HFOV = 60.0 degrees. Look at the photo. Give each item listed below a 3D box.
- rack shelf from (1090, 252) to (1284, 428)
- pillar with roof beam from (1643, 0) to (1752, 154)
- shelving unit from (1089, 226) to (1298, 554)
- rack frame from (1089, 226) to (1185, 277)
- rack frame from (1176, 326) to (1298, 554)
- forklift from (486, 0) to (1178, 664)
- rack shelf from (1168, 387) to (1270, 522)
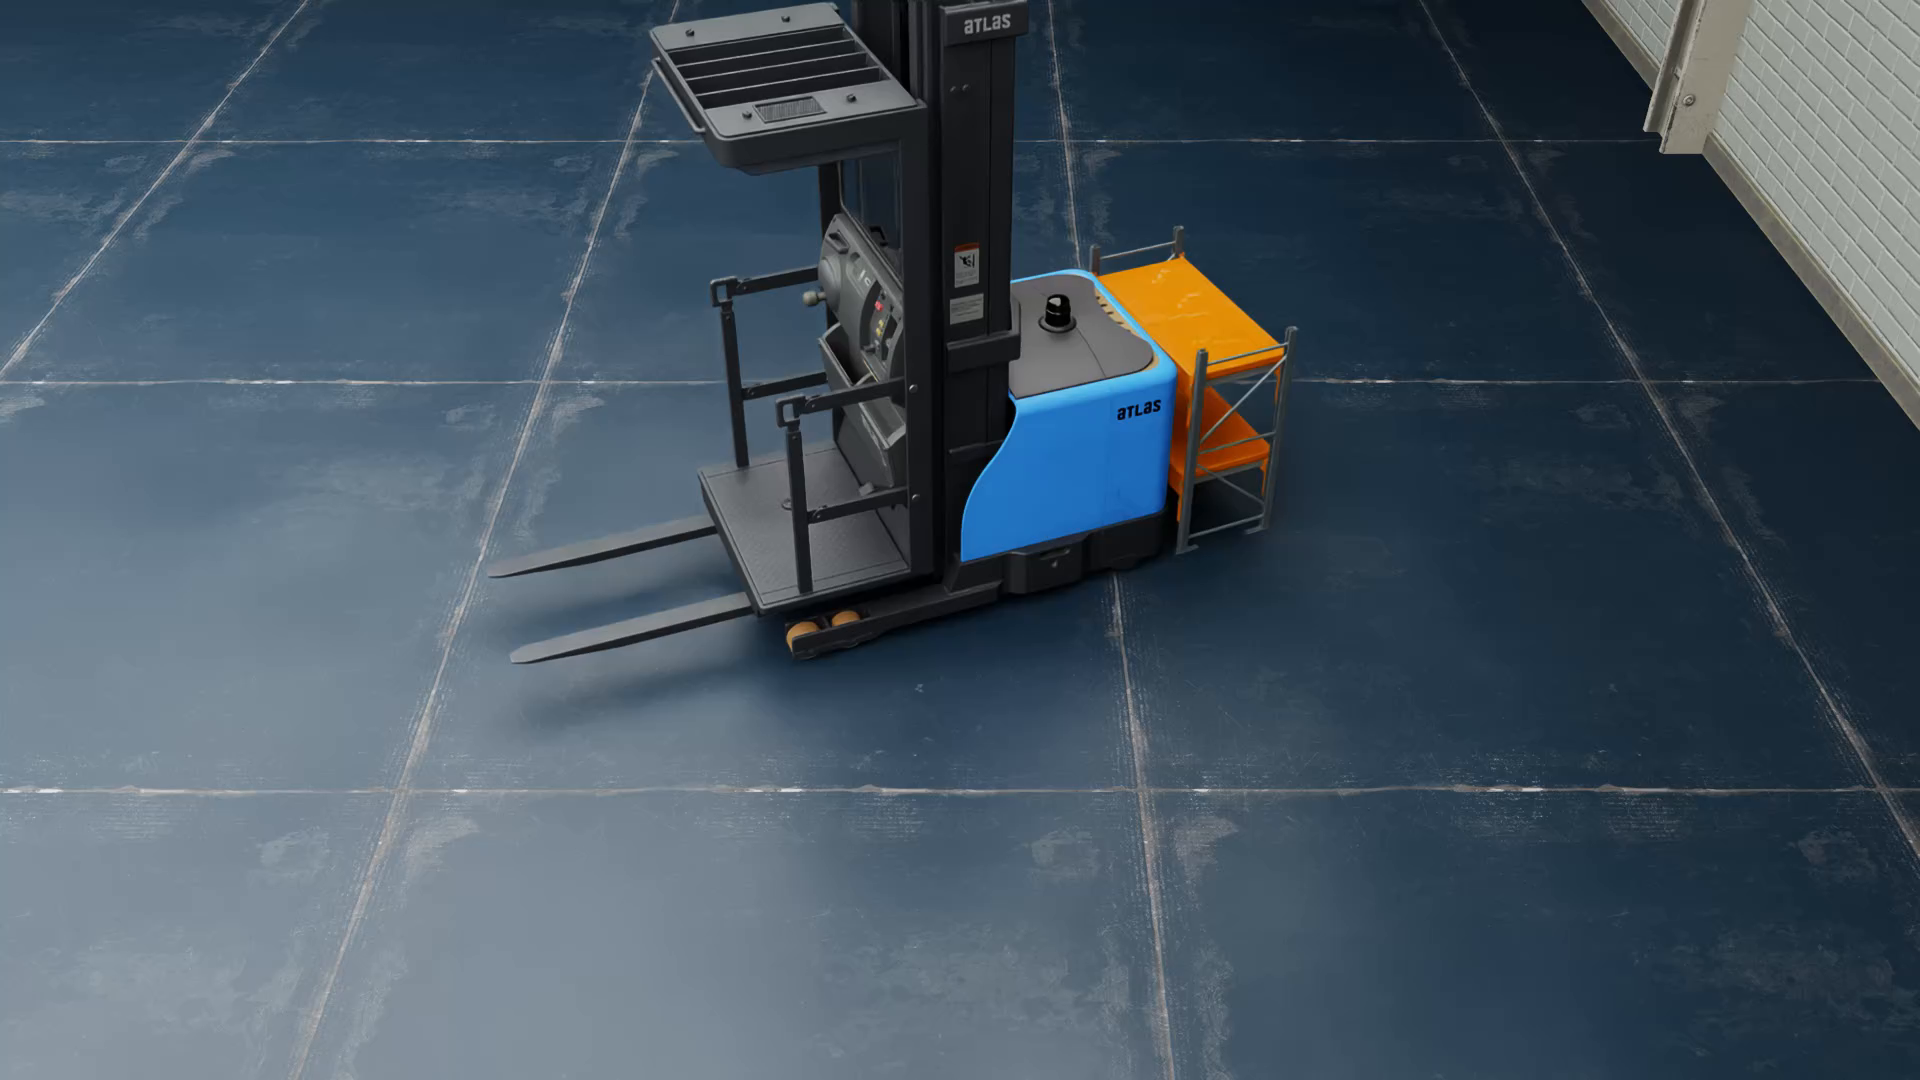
[{"bbox_3d":[1.061,-0.961,7.827,0.538,0.278,1.000,-15,41,-18],"label":"rack shelf"},{"bbox_3d":[0.600,-6.250,8.599,9.100,9.000,0.400,0,39,0],"label":"pillar with roof beam"},{"bbox_3d":[1.061,-0.732,8.010,0.538,1.125,1.048,-15,41,-18],"label":"shelving unit"},{"bbox_3d":[0.858,-1.024,8.374,0.500,1.125,0.032,-15,41,-18],"label":"rack frame"},{"bbox_3d":[1.264,-0.441,7.646,0.500,1.125,0.032,-15,41,-18],"label":"rack frame"},{"bbox_3d":[-0.602,-0.995,6.893,3.031,2.935,1.130,-14,41,-17],"label":"forklift"},{"bbox_3d":[1.061,-0.542,8.163,0.538,0.278,1.000,-15,41,-18],"label":"rack shelf"}]
